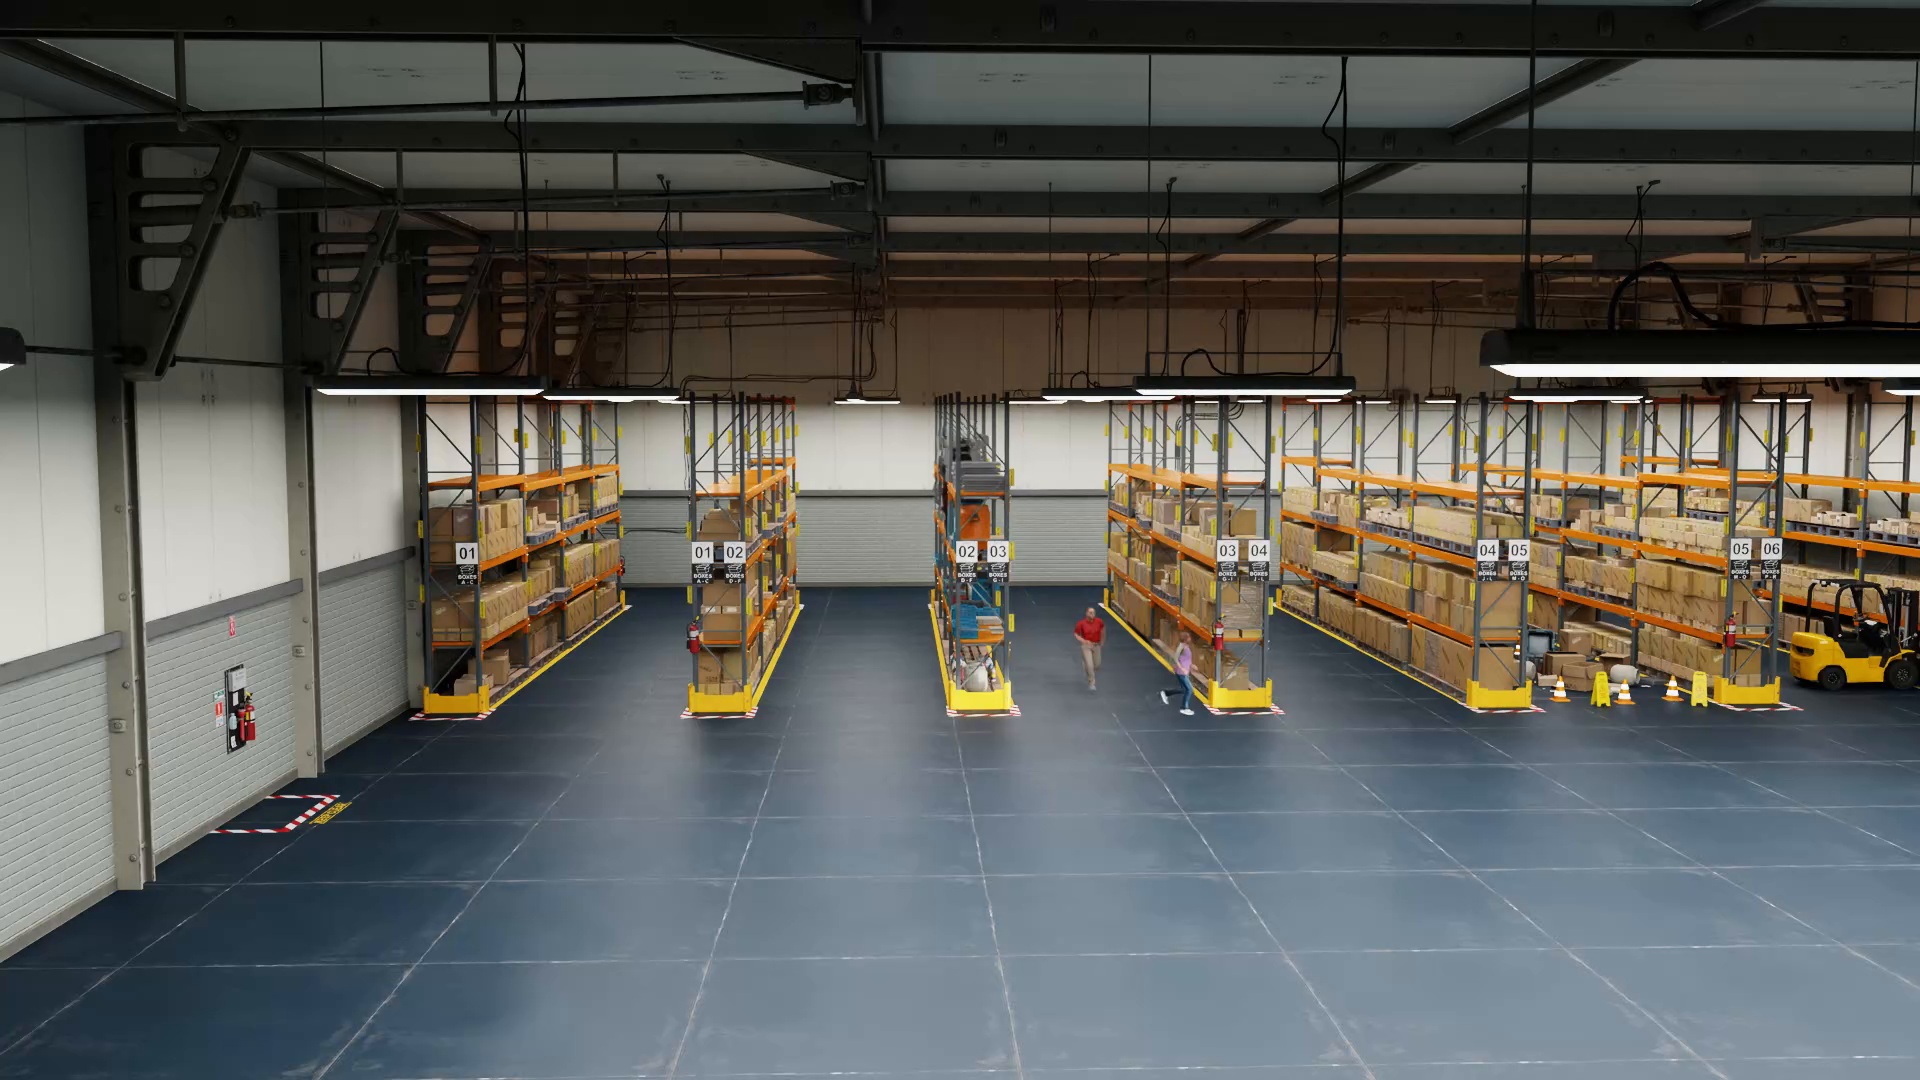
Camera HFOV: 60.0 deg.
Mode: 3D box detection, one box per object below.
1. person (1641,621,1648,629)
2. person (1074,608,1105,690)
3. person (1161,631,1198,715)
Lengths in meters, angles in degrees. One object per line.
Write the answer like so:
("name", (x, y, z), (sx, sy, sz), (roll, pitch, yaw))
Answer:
("person", (17.223, 1.533, 41.279), (0.710, 1.797, 0.962), (-1, 5, -14))
("person", (2.646, 2.200, 33.827), (0.698, 1.690, 0.693), (-1, 5, -18))
("person", (4.063, 2.472, 31.045), (0.679, 1.562, 0.526), (2, 5, 21))
